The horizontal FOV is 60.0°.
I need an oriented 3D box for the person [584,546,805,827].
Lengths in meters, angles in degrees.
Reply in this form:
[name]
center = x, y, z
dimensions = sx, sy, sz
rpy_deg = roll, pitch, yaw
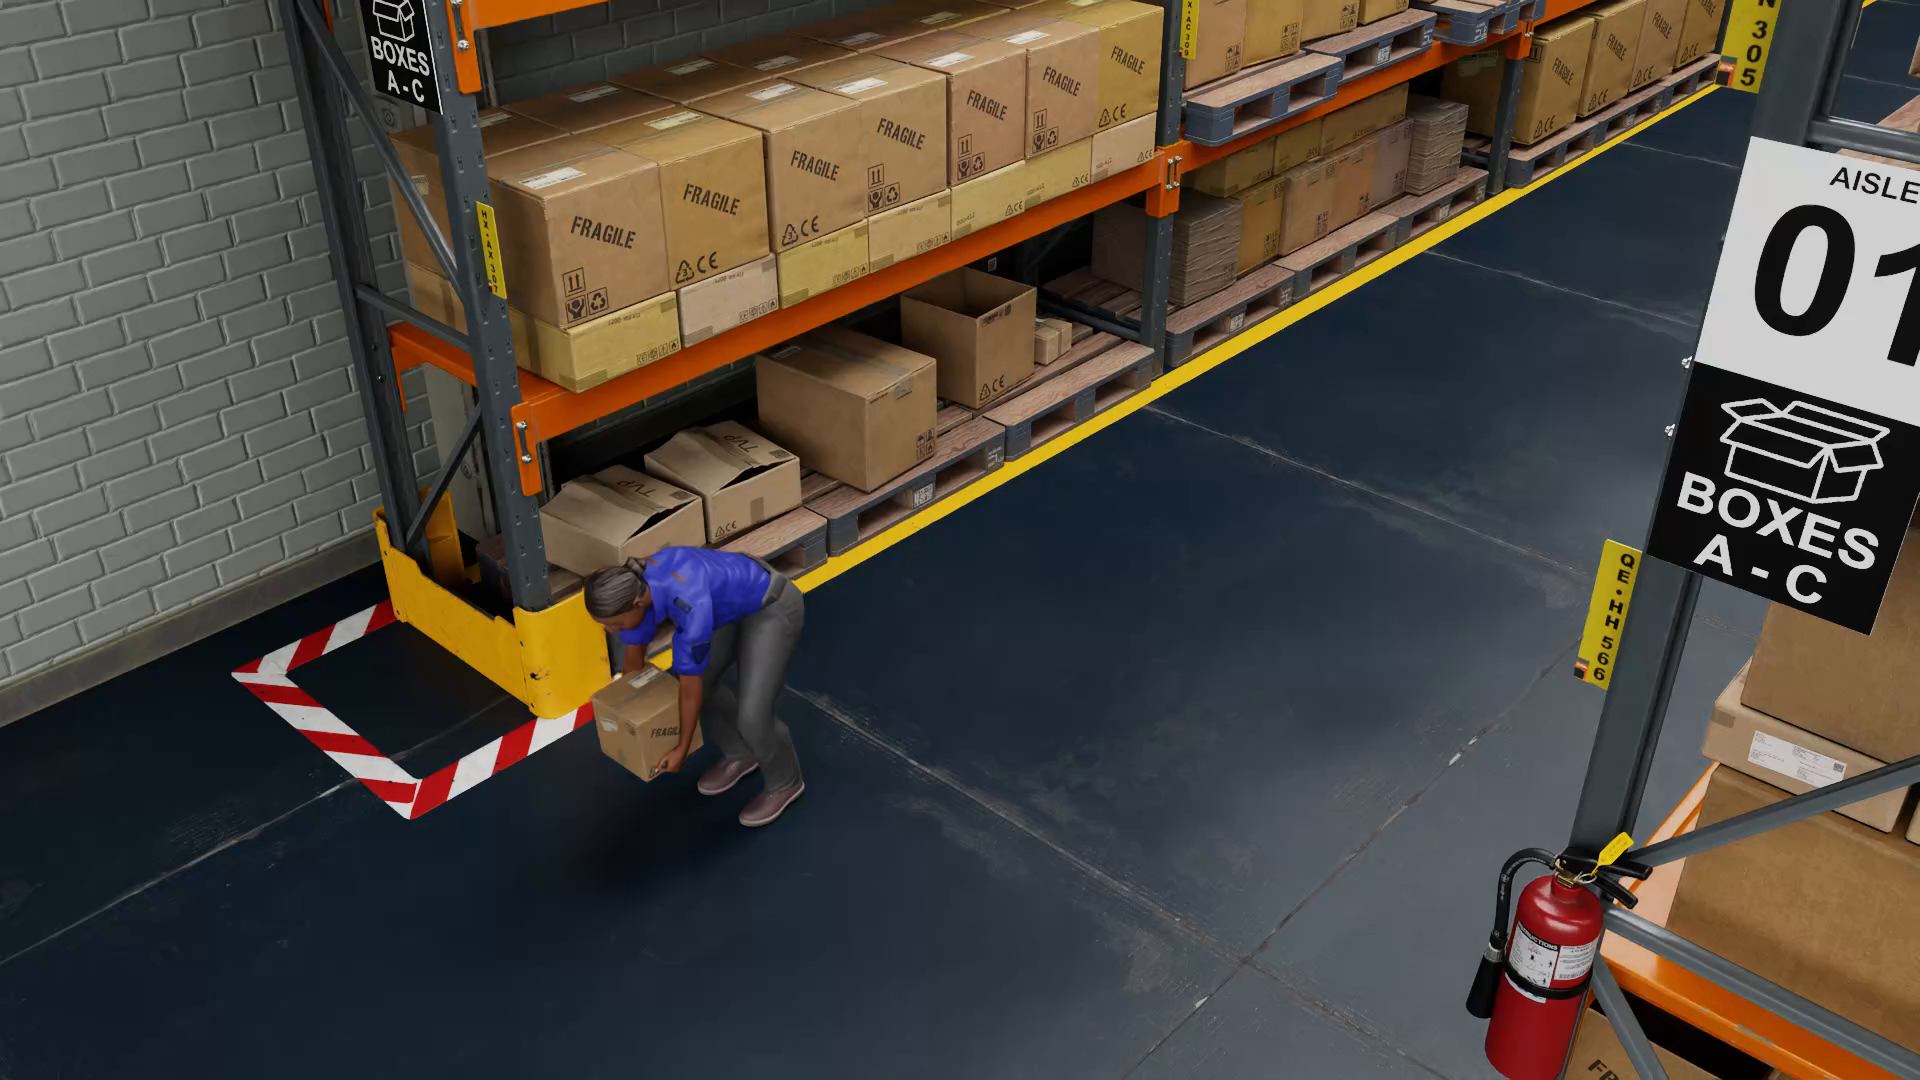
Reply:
[person]
center = -0.899, 0.487, 5.768
dimensions = 0.428, 1.221, 0.825
rpy_deg = 26, 40, 35
